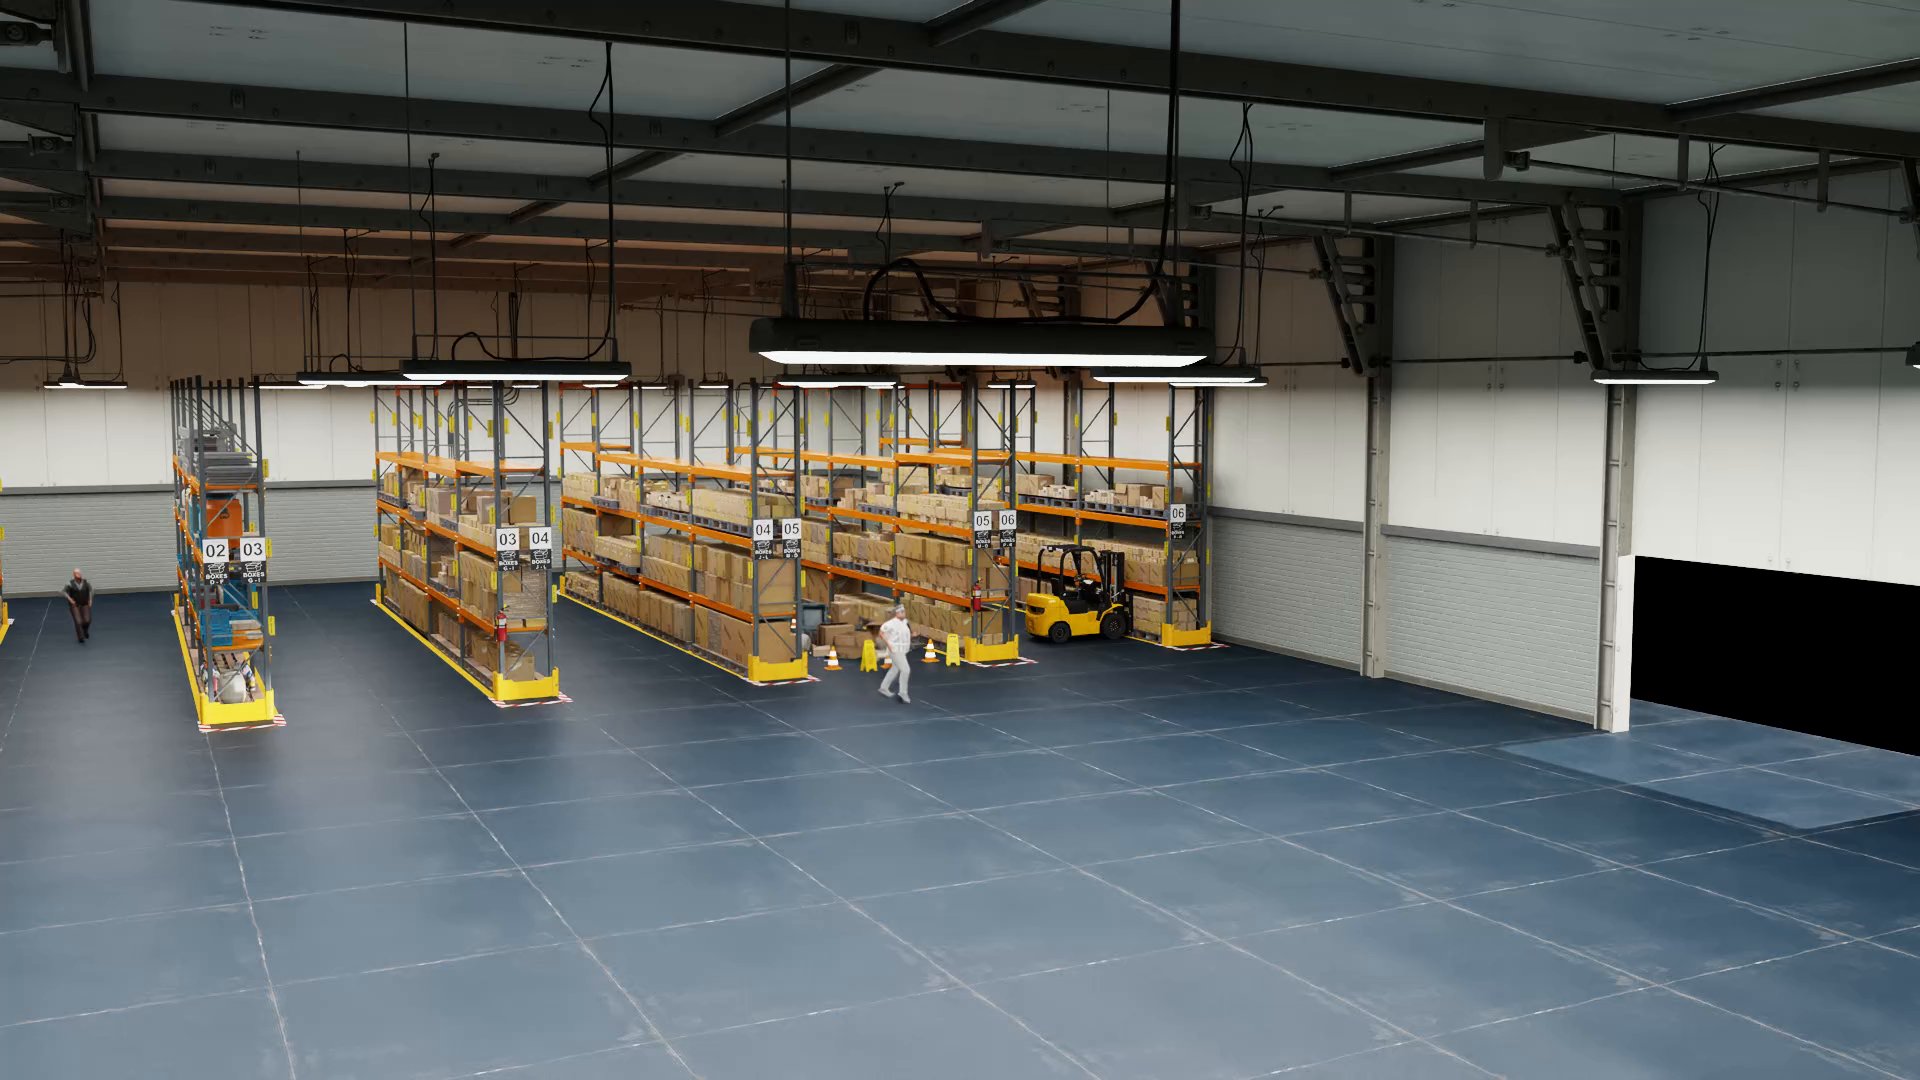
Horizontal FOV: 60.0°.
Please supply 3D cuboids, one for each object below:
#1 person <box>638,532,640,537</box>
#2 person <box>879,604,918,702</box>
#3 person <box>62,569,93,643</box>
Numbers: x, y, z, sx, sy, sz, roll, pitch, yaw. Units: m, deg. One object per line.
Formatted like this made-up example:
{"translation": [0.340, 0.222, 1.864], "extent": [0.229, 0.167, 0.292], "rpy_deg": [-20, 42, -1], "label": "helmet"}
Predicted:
{"translation": [-9.124, 0.627, 47.438], "extent": [0.706, 1.742, 0.608], "rpy_deg": [-2, 6, -24], "label": "person"}
{"translation": [-1.150, 2.109, 30.966], "extent": [0.800, 1.858, 0.626], "rpy_deg": [2, 6, 23], "label": "person"}
{"translation": [-20.123, 1.510, 37.990], "extent": [0.679, 1.687, 0.531], "rpy_deg": [-4, 6, -38], "label": "person"}
